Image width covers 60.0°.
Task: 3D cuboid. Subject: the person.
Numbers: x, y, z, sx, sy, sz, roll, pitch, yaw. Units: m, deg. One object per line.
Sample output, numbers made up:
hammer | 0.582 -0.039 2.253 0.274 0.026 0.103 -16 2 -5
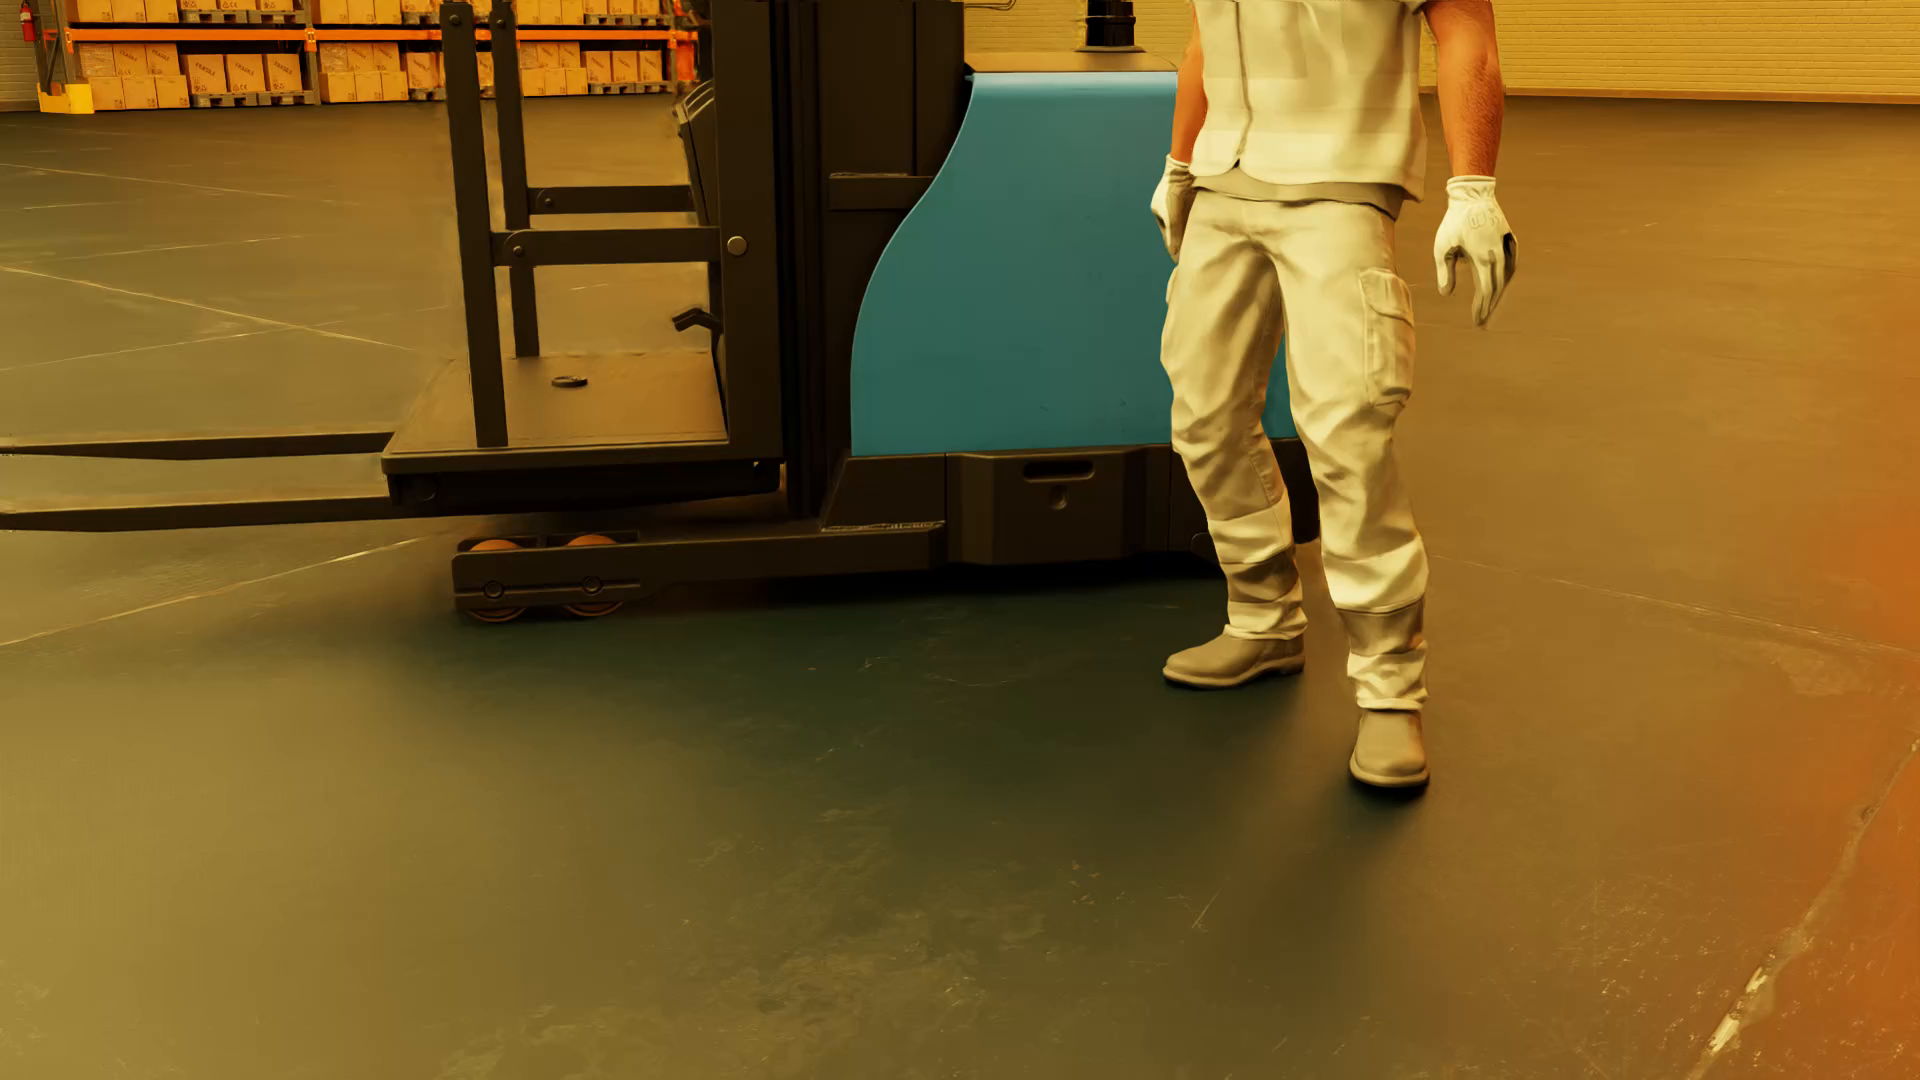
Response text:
person | 0.542 -0.547 2.736 0.433 1.750 0.854 -12 20 -34

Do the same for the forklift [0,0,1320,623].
forklift | -0.758 -1.400 3.508 3.031 2.935 1.130 -3 17 -10
